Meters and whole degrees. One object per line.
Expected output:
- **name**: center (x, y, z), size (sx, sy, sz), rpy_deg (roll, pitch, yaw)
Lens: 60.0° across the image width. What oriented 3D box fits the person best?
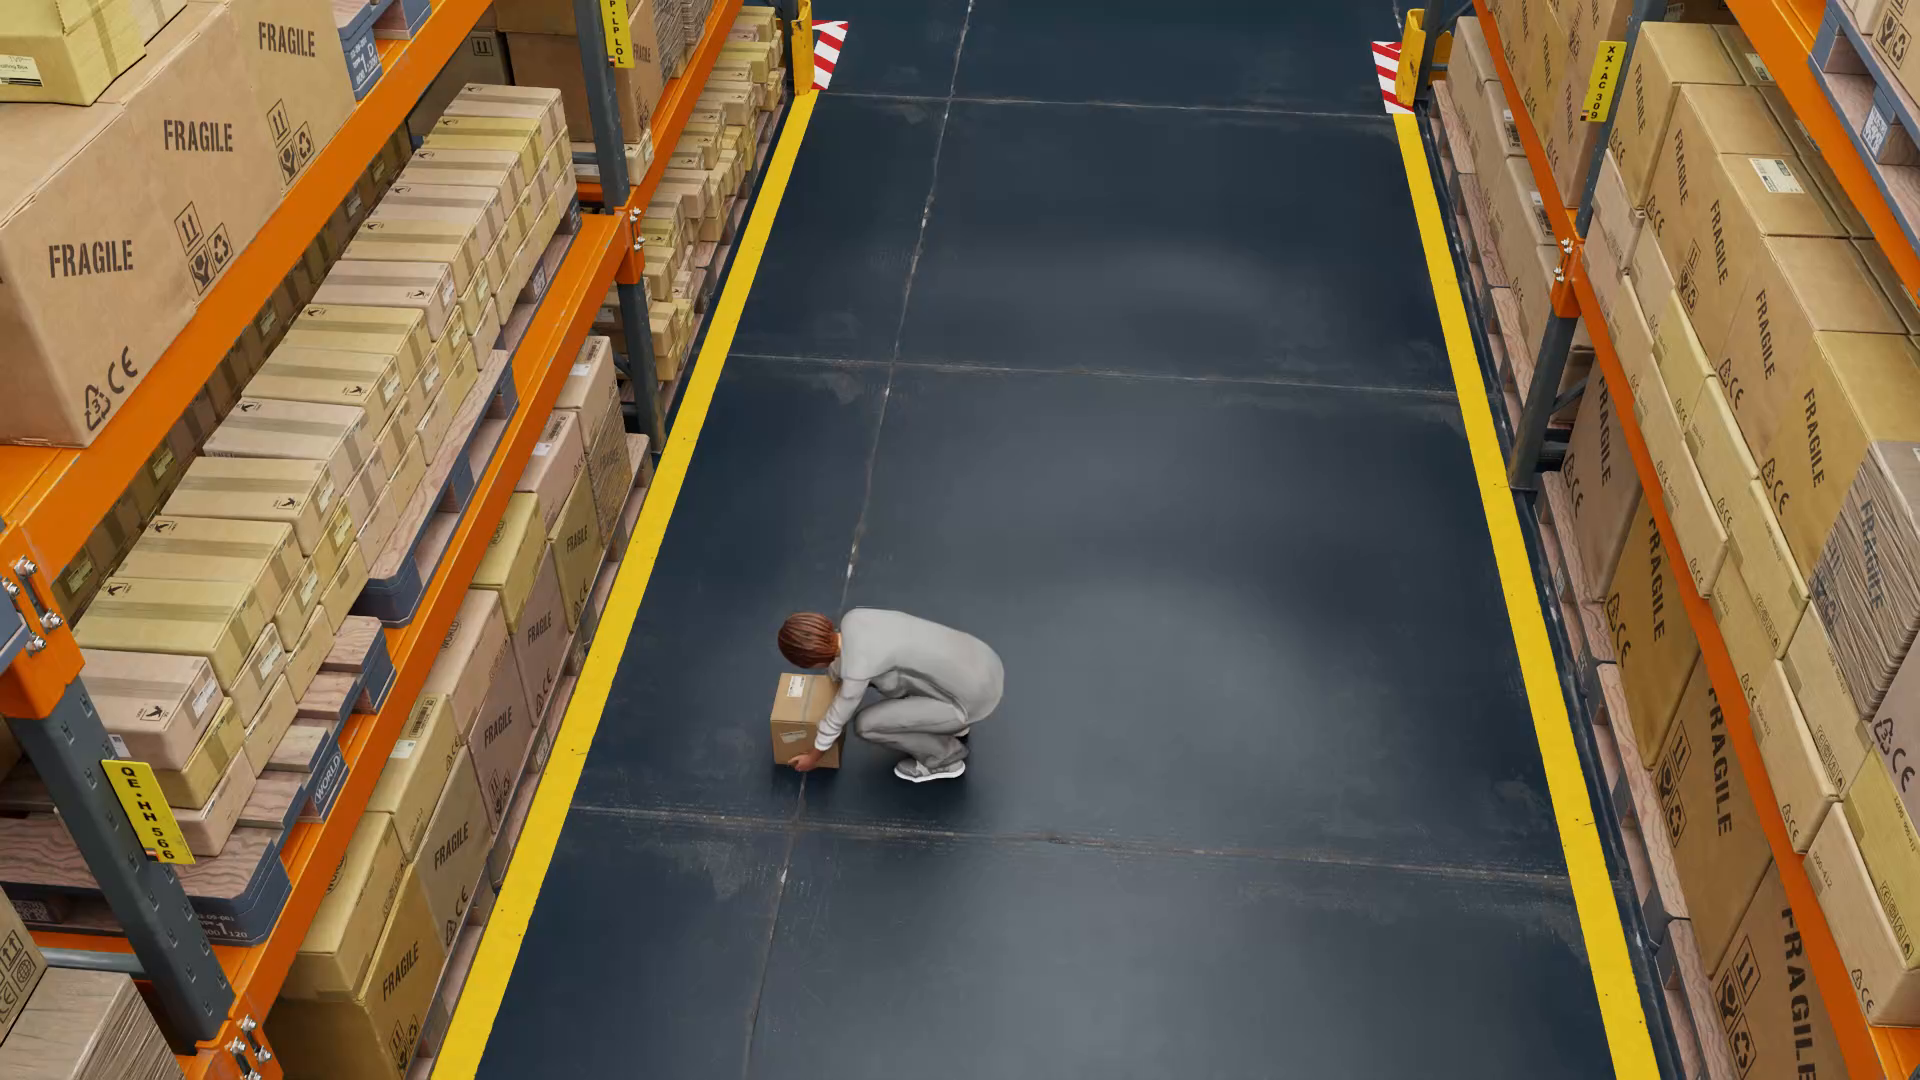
- **person**: center (-0.247, 0.559, 6.227), size (0.823, 0.759, 0.437), rpy_deg (3, 41, 4)
